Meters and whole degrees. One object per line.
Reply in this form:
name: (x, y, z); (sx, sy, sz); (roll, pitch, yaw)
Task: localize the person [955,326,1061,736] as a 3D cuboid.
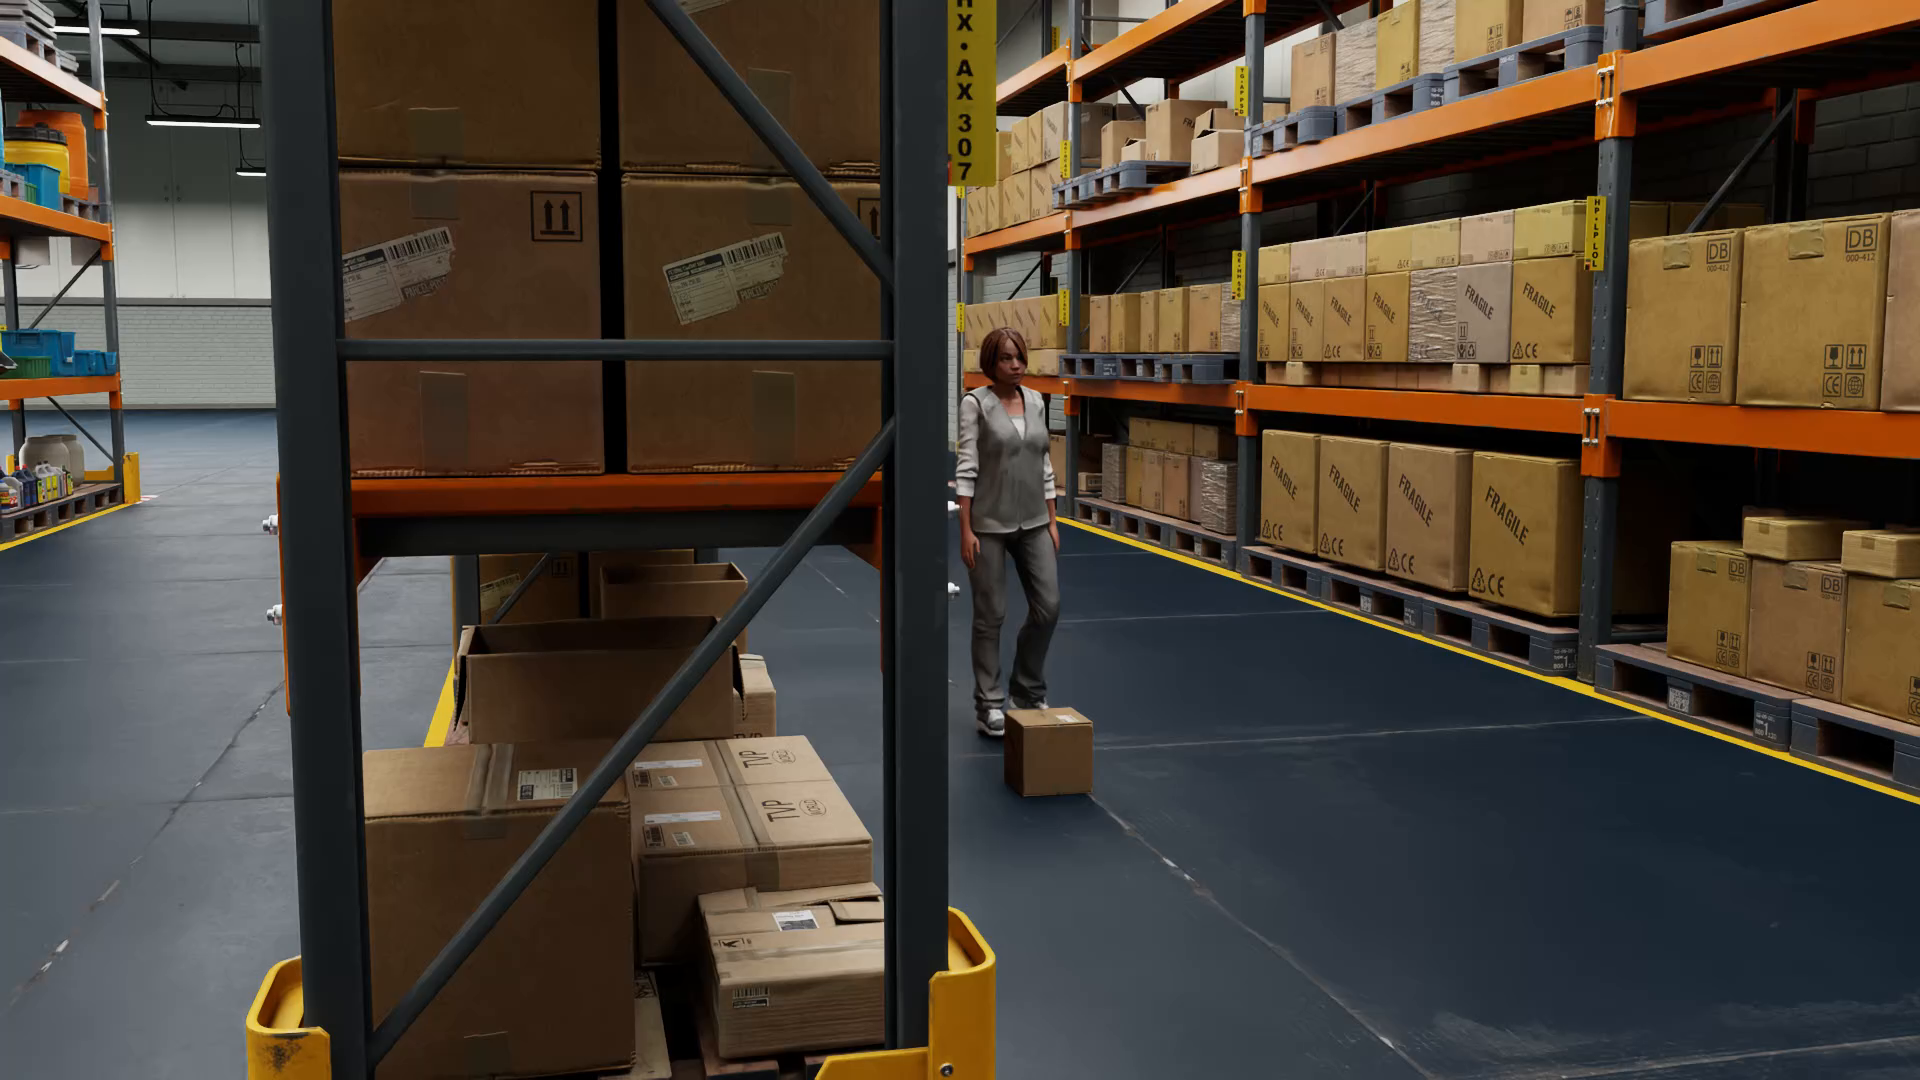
person: (0.191, -0.020, 6.537); (0.474, 1.626, 0.322); (-3, 7, -25)
